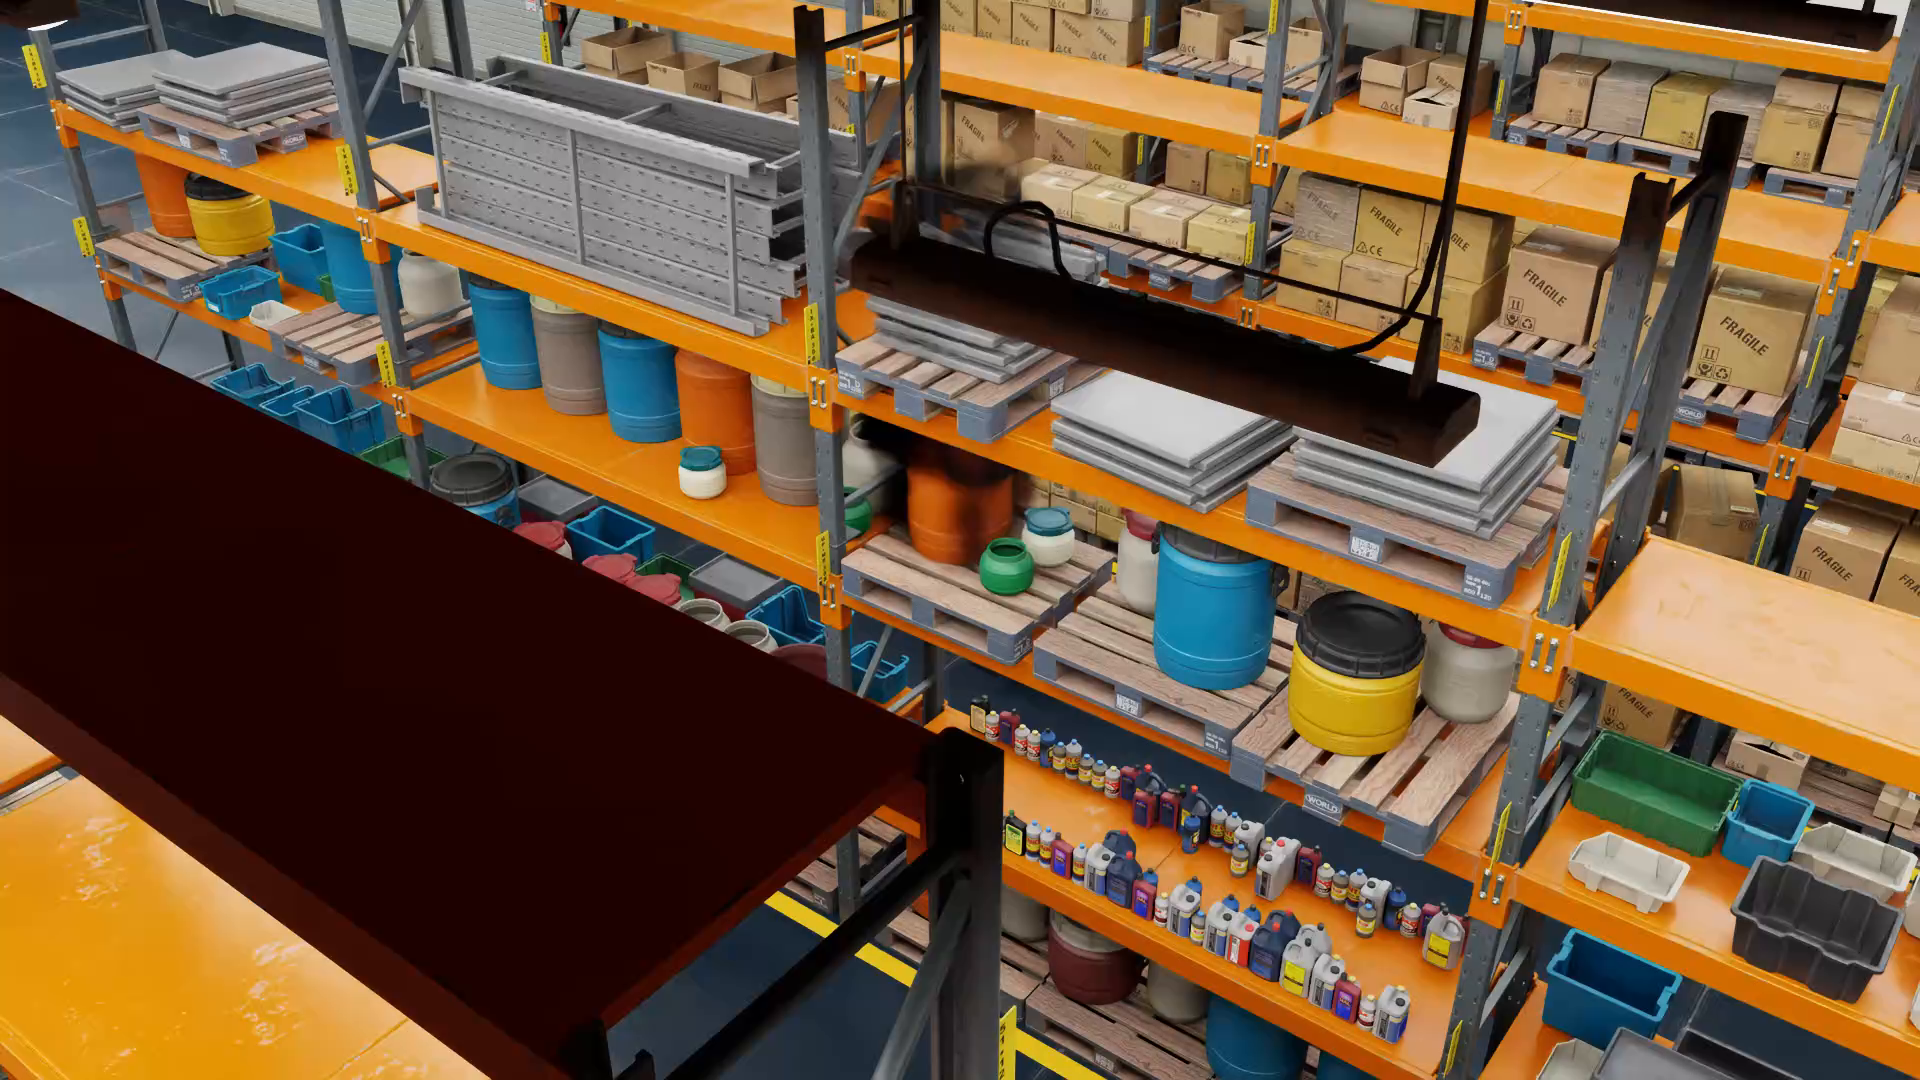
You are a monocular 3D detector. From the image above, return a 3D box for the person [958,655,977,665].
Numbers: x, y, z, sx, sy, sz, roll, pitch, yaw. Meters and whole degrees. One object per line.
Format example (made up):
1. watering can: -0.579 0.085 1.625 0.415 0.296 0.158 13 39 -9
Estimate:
1. person: 0.318 0.360 13.167 0.726 1.664 0.692 -11 33 -17
